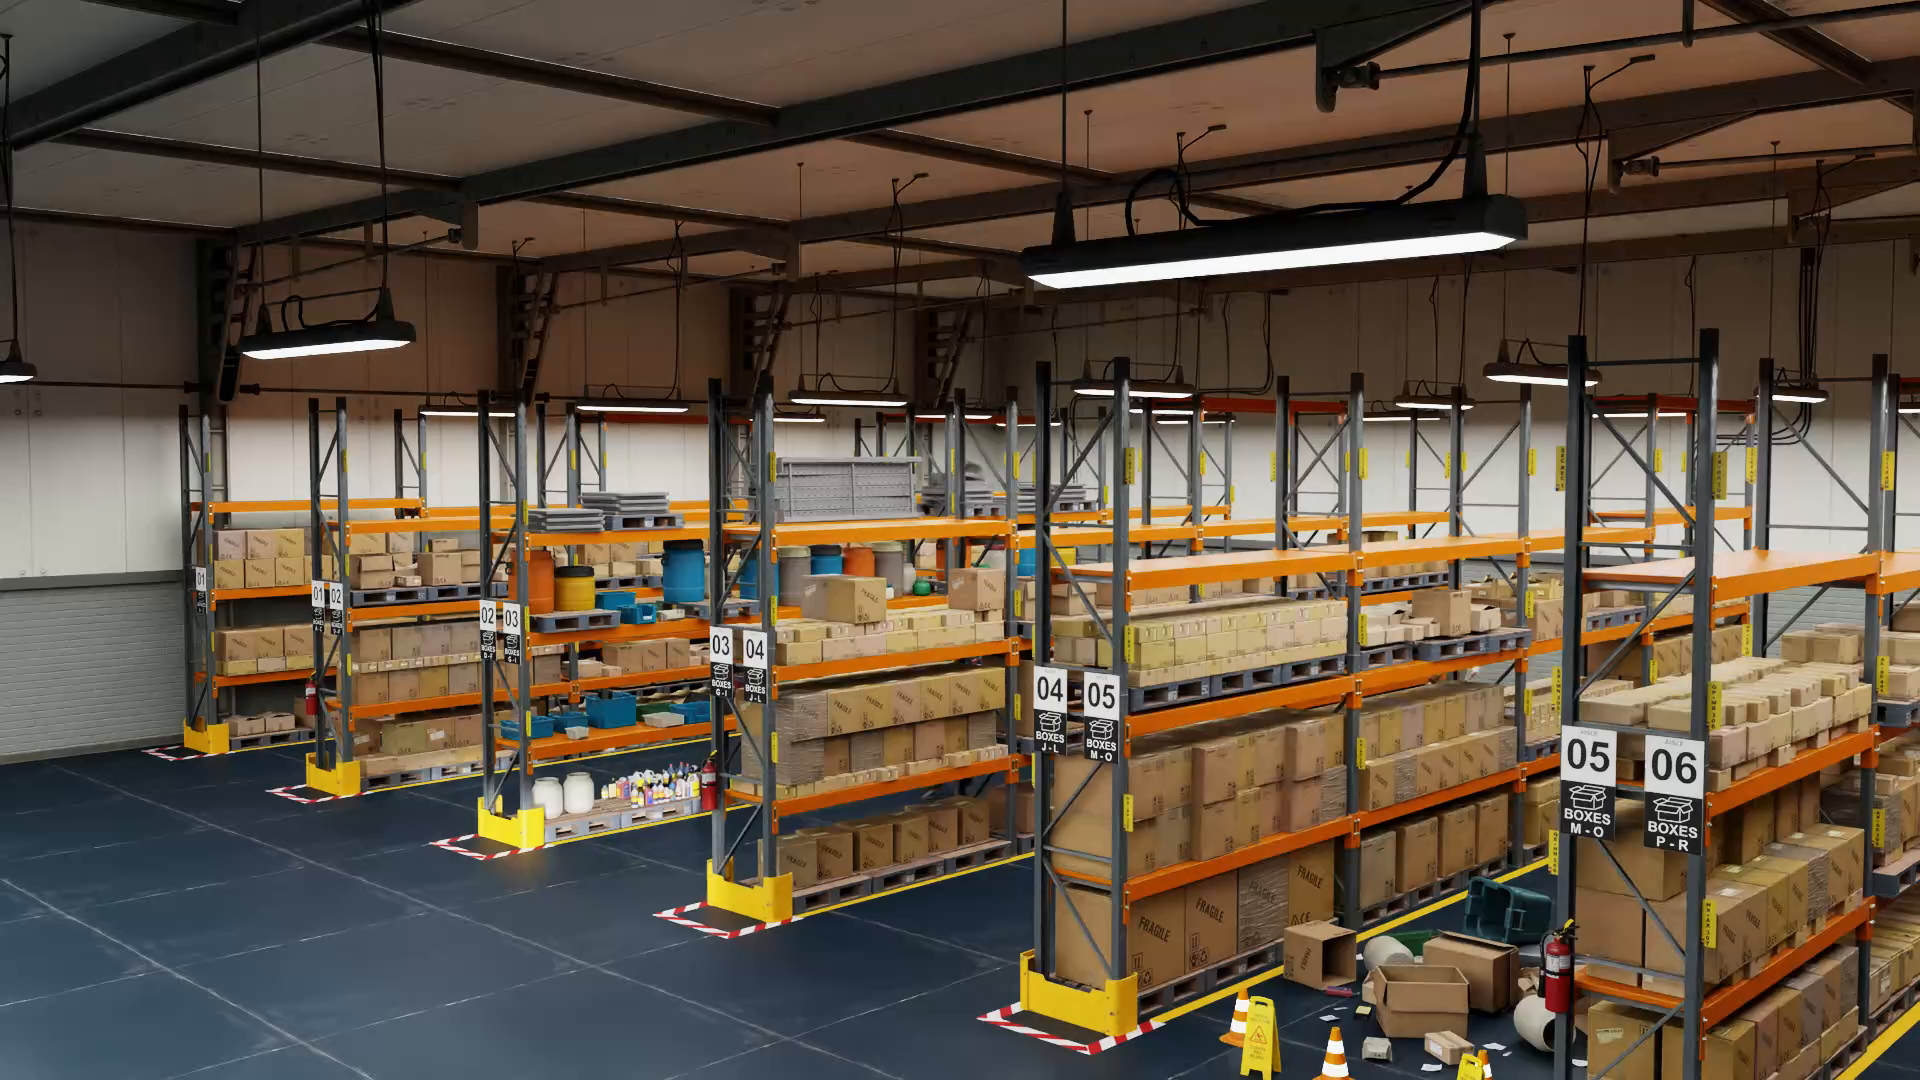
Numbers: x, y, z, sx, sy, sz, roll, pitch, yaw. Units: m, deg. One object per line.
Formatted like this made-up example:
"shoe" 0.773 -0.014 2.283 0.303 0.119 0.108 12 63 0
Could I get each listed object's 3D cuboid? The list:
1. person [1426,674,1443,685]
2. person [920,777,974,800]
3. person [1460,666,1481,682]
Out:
"person" 7.783 2.903 27.323 0.843 1.655 0.620 -2 3 -27
"person" -0.196 3.031 24.823 1.155 1.614 0.728 -3 4 -40
"person" 9.939 2.647 32.862 0.706 1.603 1.086 1 3 11
